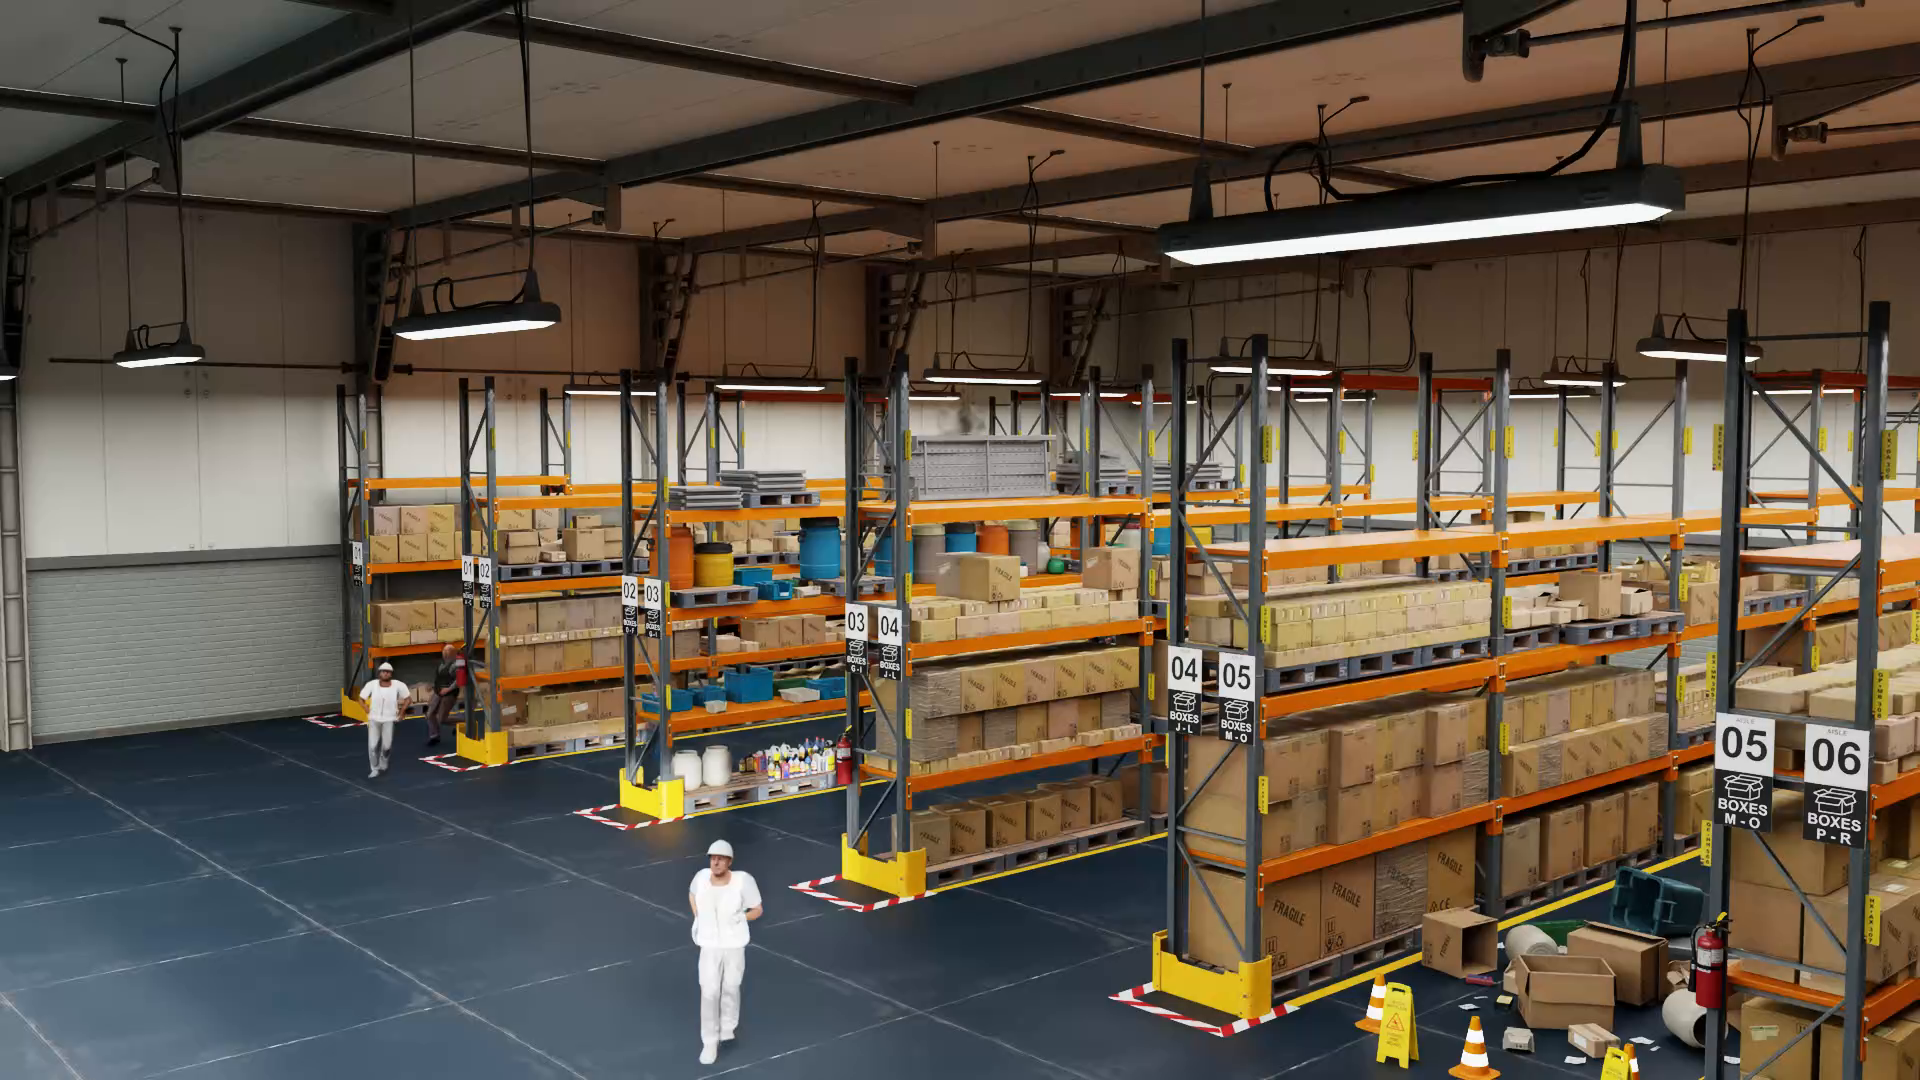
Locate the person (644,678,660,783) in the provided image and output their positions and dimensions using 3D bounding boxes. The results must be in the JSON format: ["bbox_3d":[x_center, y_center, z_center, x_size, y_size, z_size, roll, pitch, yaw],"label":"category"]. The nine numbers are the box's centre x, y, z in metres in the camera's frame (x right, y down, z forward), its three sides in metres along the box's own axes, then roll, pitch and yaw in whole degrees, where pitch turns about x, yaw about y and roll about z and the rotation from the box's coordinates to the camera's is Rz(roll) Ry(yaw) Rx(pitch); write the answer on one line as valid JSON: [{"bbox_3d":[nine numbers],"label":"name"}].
[{"bbox_3d":[-4.416,2.792,24.414,0.536,1.555,0.544,2,4,33],"label":"person"}]

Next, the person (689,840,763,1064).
[{"bbox_3d":[-1.945,3.389,13.748,0.644,1.843,0.762,0,4,-1],"label":"person"}]

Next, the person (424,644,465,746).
[{"bbox_3d":[-8.423,2.550,27.402,0.698,1.688,0.712,3,5,34],"label":"person"}]

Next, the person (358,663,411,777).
[{"bbox_3d":[-8.605,2.679,24.839,0.740,1.704,0.612,-1,4,-13],"label":"person"}]

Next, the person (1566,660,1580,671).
[{"bbox_3d":[9.411,2.629,25.587,0.796,1.745,0.700,-4,5,-44],"label":"person"}]
